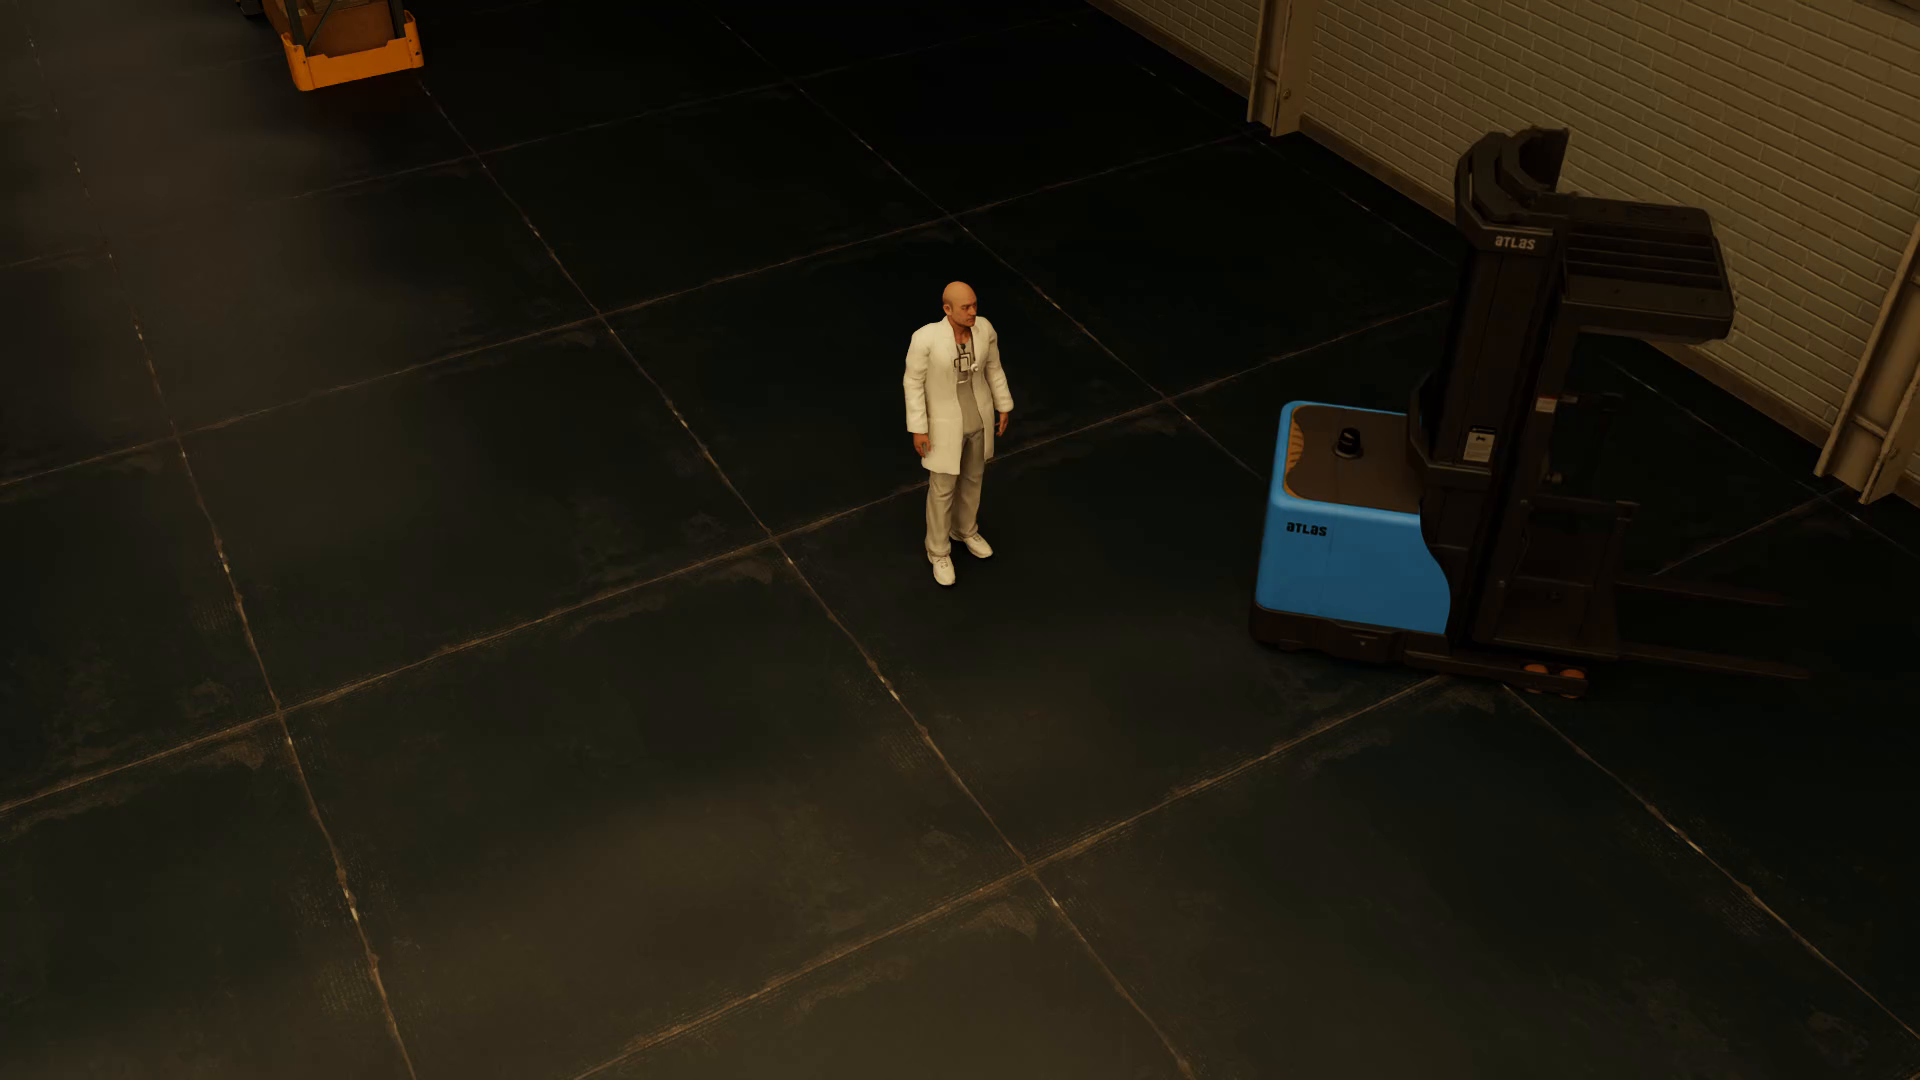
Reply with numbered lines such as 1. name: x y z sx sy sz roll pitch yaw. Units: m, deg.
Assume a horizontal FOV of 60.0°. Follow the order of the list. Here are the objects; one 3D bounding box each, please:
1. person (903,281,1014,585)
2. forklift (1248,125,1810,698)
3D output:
1. person: 0.040 -0.637 9.696 0.691 1.779 0.577 -20 44 -23
2. forklift: 3.235 -0.619 8.783 3.031 2.935 1.130 8 40 10
